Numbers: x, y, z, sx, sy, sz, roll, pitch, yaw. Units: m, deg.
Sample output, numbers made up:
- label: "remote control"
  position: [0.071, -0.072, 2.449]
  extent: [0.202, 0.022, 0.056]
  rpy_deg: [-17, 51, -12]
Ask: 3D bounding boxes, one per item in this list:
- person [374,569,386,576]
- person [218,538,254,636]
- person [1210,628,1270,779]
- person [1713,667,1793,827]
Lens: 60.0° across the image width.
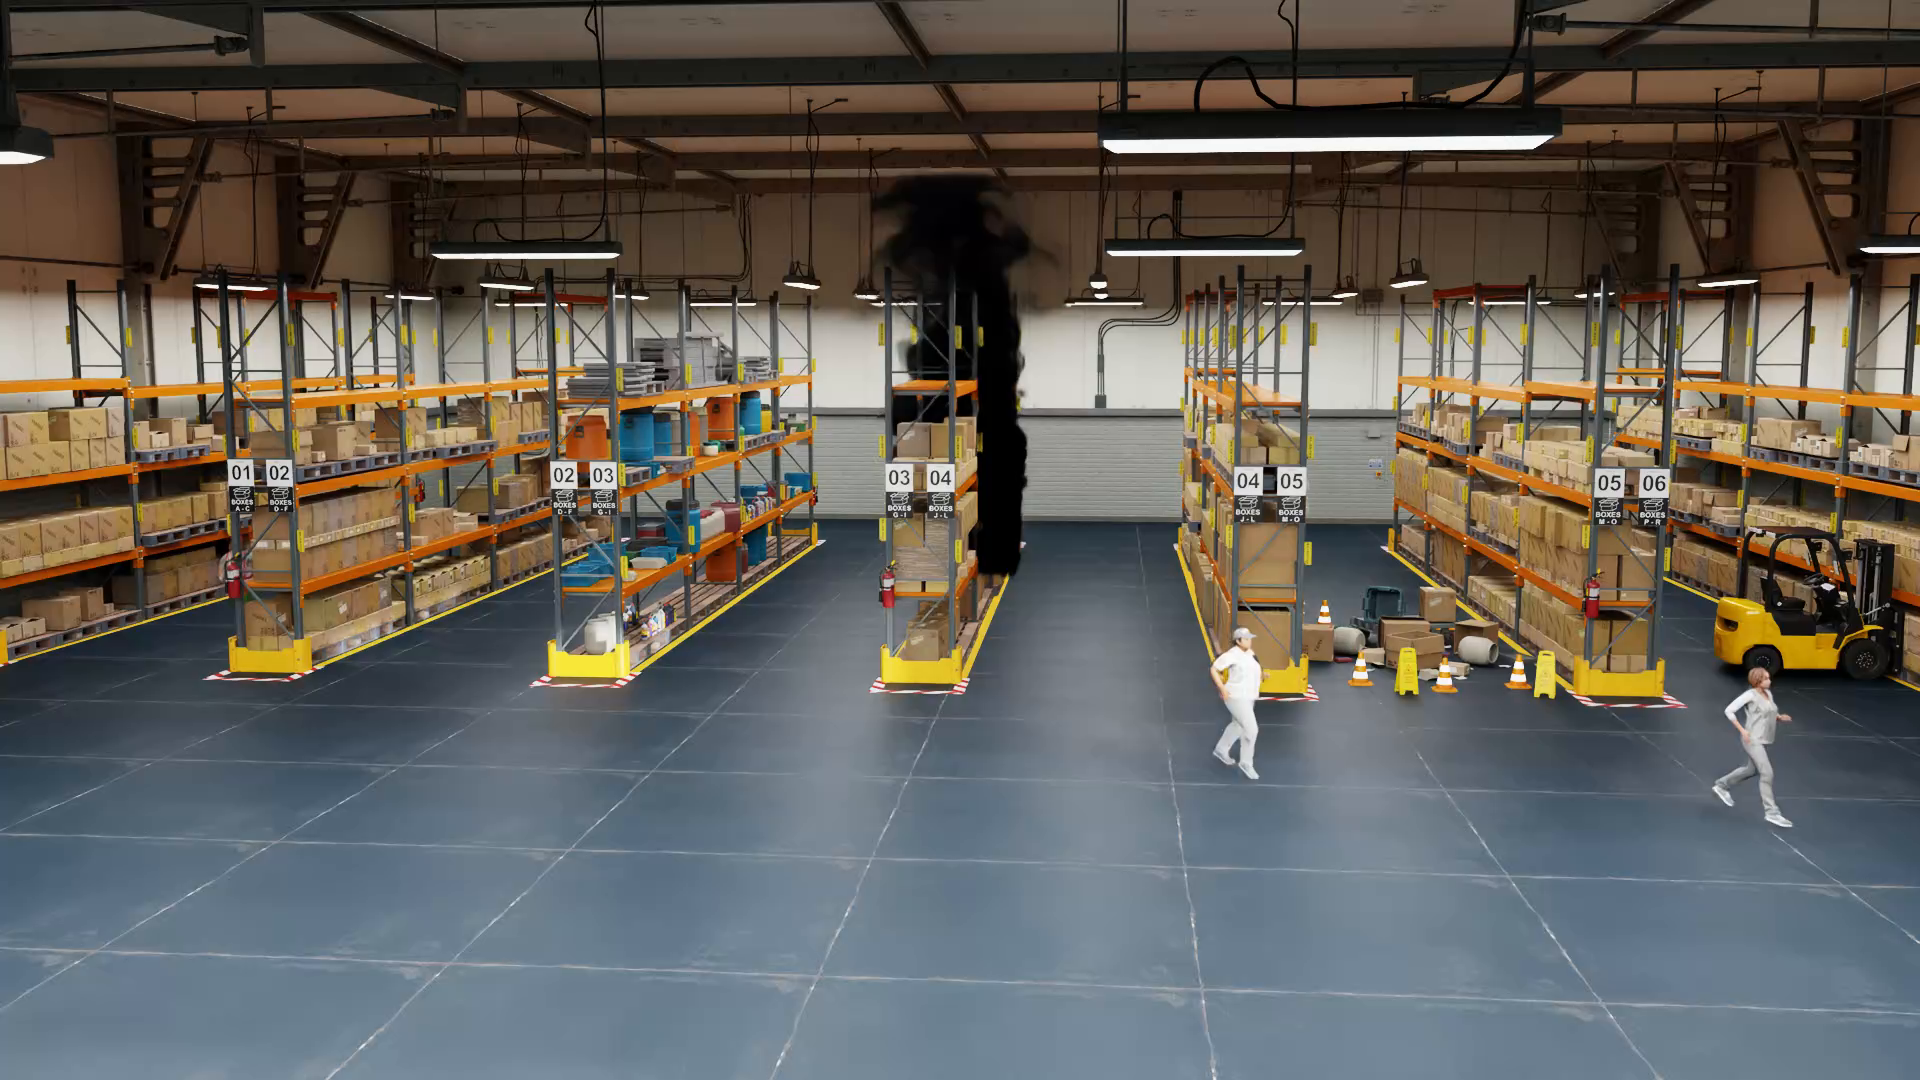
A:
- label: "person"
  position: [-11.355, 0.252, 32.309]
  extent: [0.657, 1.672, 0.609]
  rpy_deg: [0, 7, 3]
- label: "person"
  position: [-11.787, 0.809, 27.255]
  extent: [0.669, 1.791, 0.992]
  rpy_deg: [0, 7, 2]
- label: "person"
  position: [3.226, 1.864, 19.169]
  extent: [0.759, 1.732, 0.582]
  rpy_deg: [5, 9, 38]
- label: "person"
  position: [8.250, 2.103, 17.247]
  extent: [0.534, 1.590, 0.889]
  rpy_deg: [-5, 9, -38]
